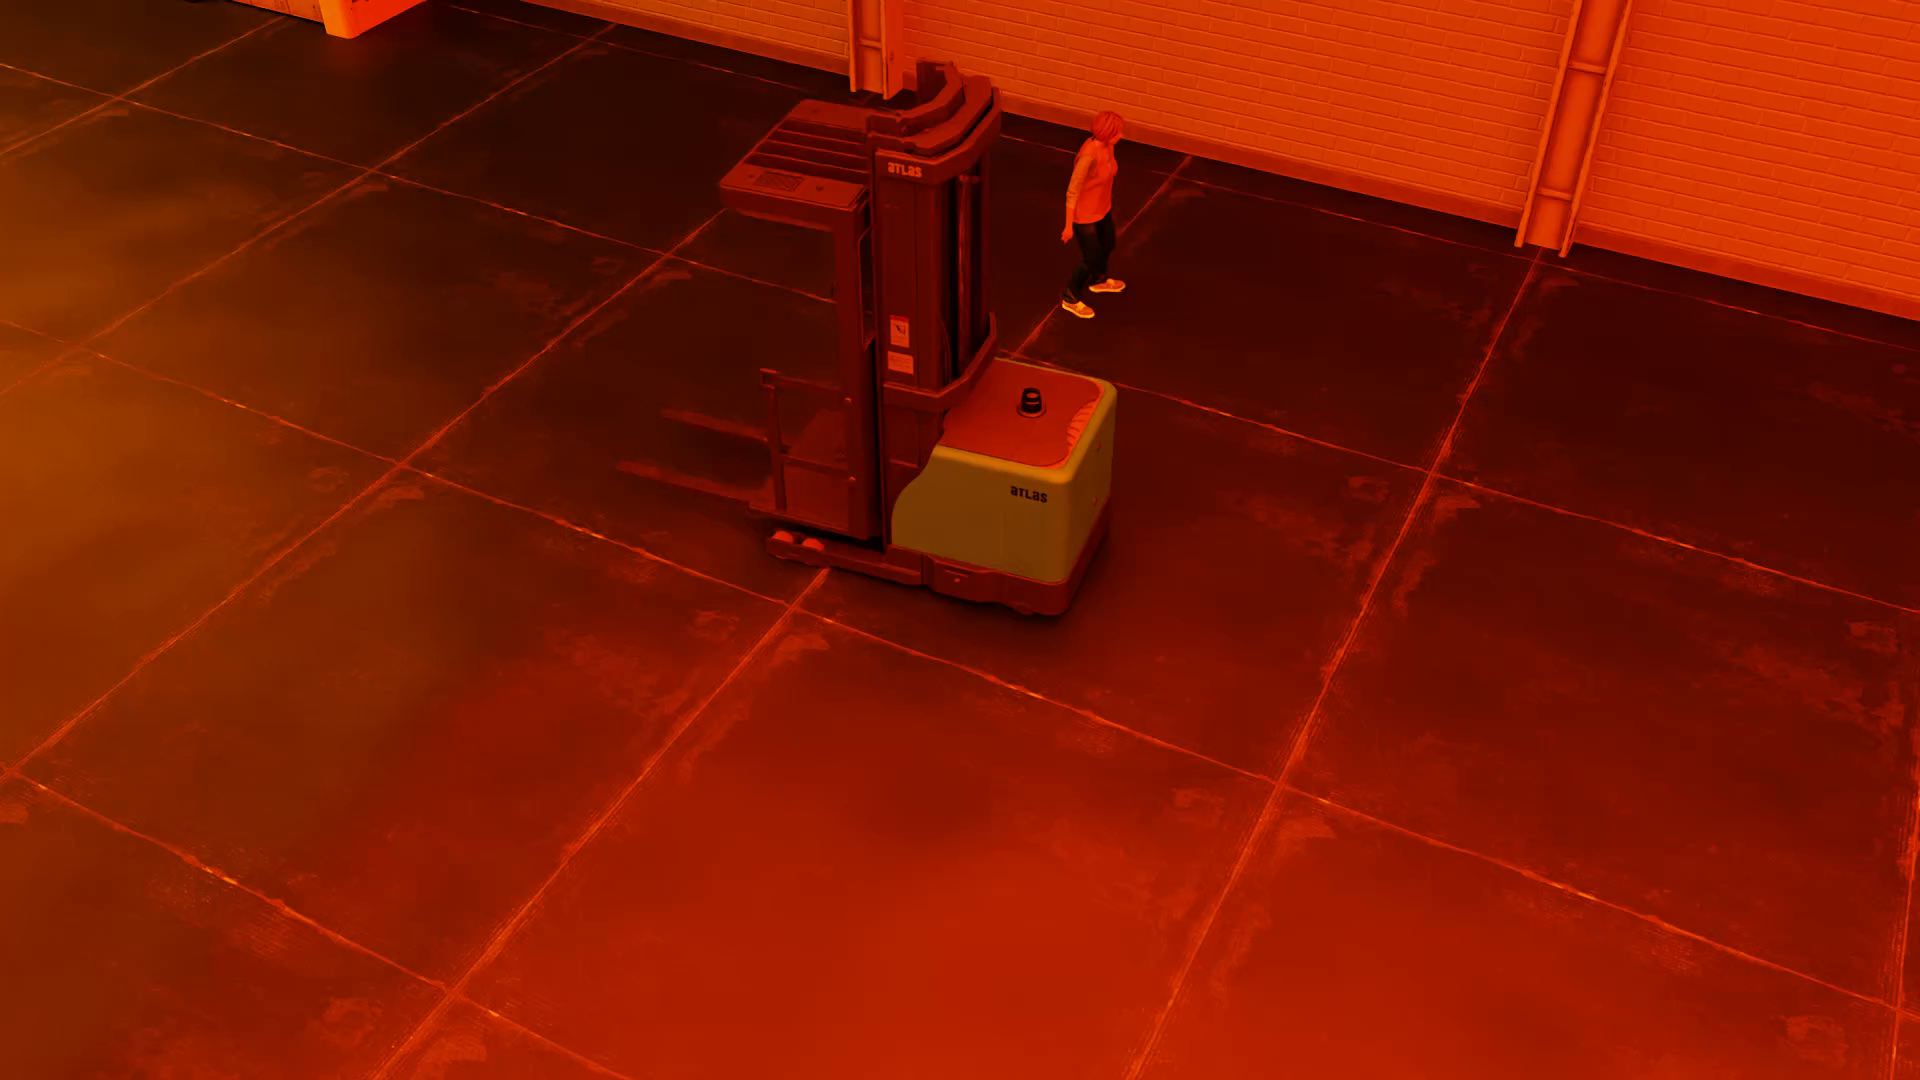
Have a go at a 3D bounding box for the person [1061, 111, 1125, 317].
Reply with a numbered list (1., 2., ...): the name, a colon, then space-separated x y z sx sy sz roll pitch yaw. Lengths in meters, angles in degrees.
1. person: 0.952 -2.337 11.825 0.361 1.569 0.707 17 43 19

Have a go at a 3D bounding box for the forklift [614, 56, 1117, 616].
1. forklift: -0.643 -1.267 9.491 3.031 2.935 1.130 14 42 16
